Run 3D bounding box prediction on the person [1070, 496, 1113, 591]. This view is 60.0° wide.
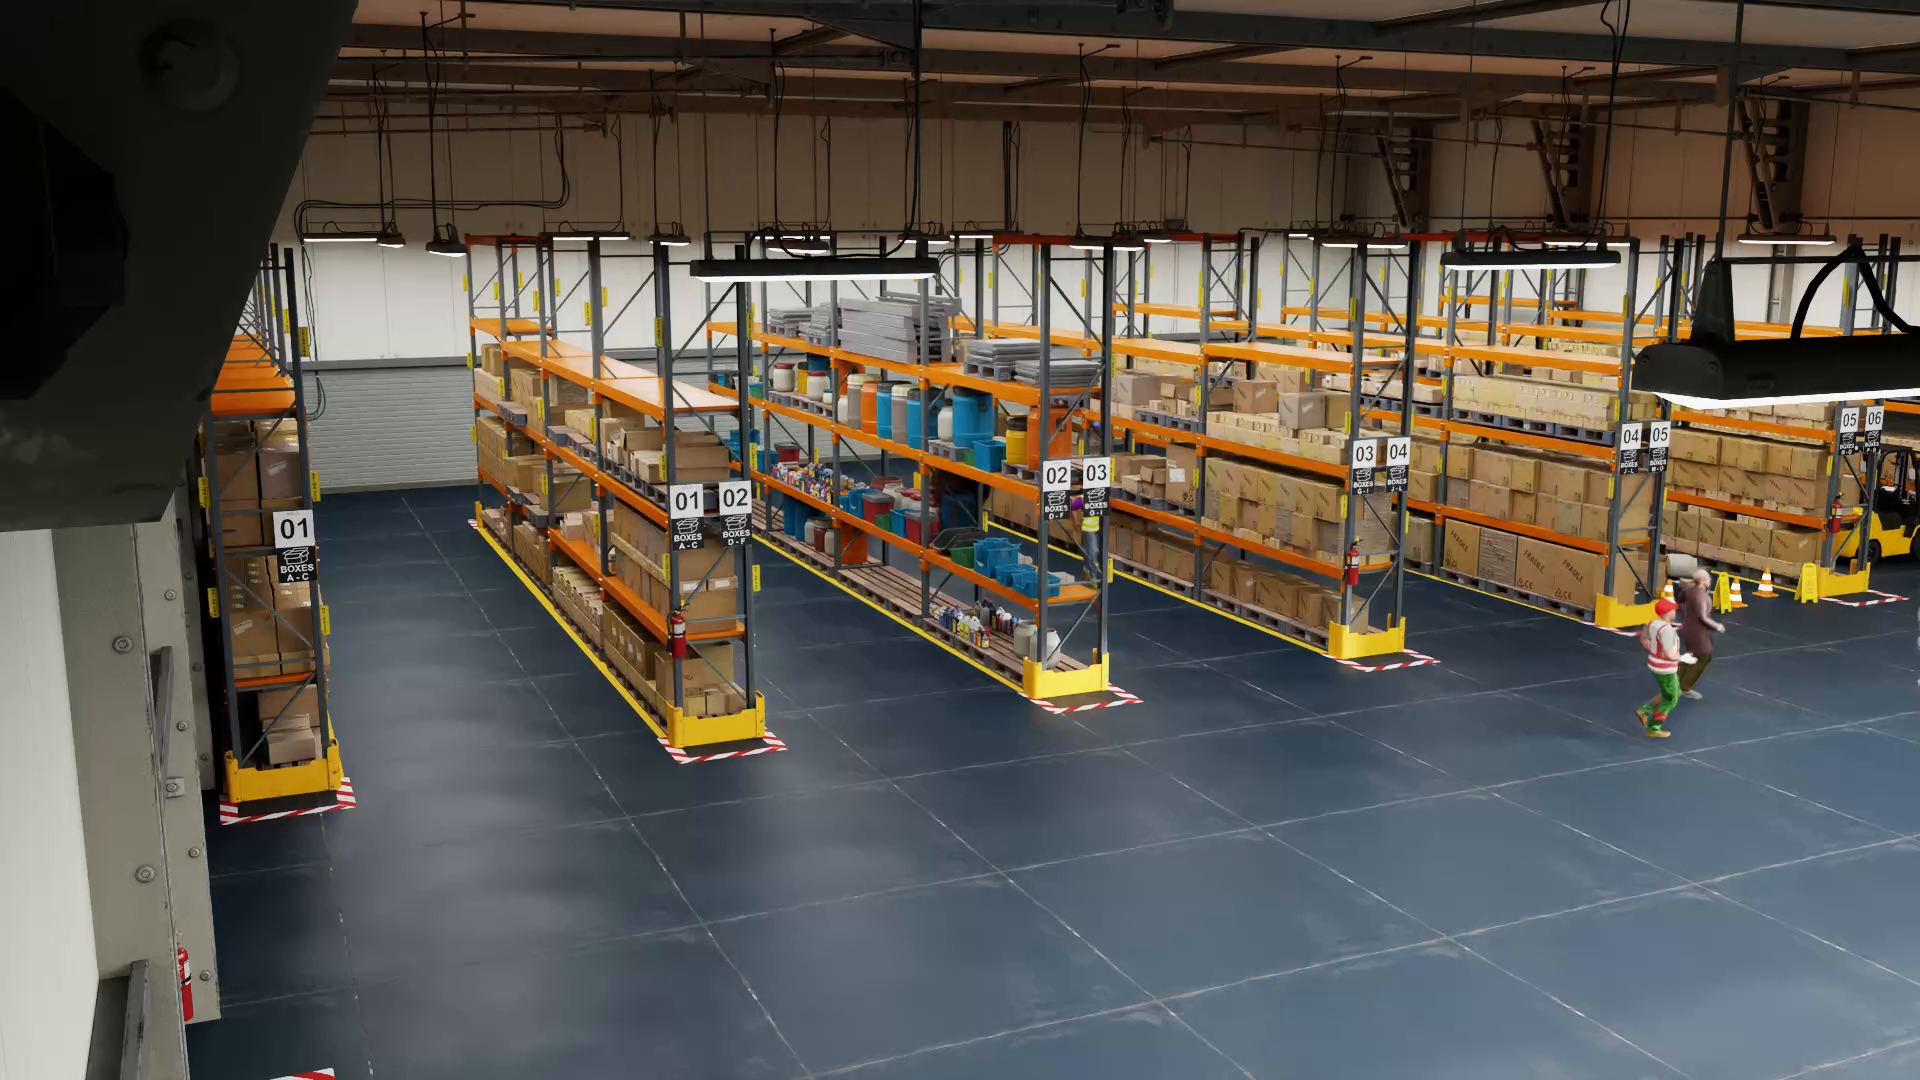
[{"bbox_3d":[2.219,-0.106,27.481,0.677,1.846,0.762,-7,13,-33],"label":"person"}]

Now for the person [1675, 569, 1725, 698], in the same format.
[{"bbox_3d":[9.828,1.246,22.196,0.650,1.750,0.746,2,11,10],"label":"person"}]

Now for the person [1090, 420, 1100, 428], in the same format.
[{"bbox_3d":[3.224,-2.429,41.567,0.643,1.573,0.740,-5,12,-23],"label":"person"}]

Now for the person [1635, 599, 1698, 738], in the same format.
[{"bbox_3d":[8.665,1.576,20.402,0.598,1.740,0.648,1,11,4],"label":"person"}]
